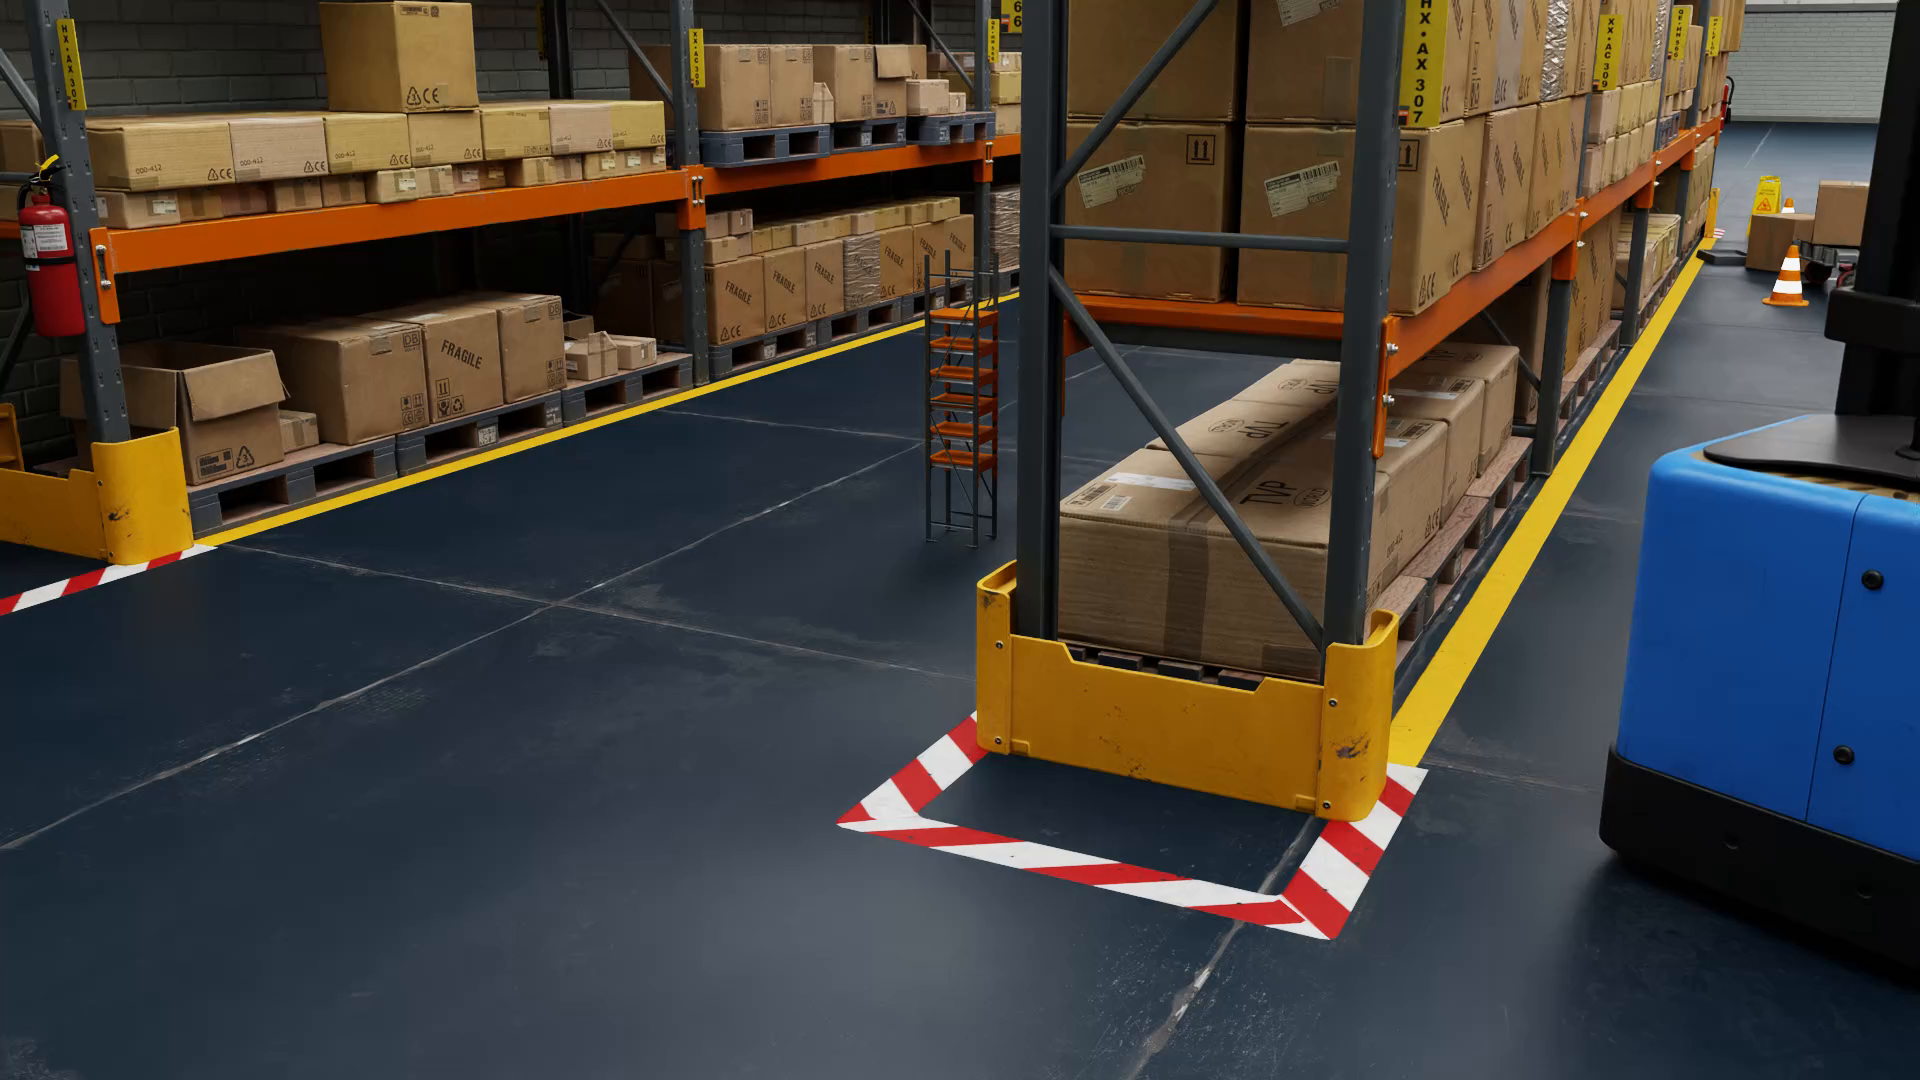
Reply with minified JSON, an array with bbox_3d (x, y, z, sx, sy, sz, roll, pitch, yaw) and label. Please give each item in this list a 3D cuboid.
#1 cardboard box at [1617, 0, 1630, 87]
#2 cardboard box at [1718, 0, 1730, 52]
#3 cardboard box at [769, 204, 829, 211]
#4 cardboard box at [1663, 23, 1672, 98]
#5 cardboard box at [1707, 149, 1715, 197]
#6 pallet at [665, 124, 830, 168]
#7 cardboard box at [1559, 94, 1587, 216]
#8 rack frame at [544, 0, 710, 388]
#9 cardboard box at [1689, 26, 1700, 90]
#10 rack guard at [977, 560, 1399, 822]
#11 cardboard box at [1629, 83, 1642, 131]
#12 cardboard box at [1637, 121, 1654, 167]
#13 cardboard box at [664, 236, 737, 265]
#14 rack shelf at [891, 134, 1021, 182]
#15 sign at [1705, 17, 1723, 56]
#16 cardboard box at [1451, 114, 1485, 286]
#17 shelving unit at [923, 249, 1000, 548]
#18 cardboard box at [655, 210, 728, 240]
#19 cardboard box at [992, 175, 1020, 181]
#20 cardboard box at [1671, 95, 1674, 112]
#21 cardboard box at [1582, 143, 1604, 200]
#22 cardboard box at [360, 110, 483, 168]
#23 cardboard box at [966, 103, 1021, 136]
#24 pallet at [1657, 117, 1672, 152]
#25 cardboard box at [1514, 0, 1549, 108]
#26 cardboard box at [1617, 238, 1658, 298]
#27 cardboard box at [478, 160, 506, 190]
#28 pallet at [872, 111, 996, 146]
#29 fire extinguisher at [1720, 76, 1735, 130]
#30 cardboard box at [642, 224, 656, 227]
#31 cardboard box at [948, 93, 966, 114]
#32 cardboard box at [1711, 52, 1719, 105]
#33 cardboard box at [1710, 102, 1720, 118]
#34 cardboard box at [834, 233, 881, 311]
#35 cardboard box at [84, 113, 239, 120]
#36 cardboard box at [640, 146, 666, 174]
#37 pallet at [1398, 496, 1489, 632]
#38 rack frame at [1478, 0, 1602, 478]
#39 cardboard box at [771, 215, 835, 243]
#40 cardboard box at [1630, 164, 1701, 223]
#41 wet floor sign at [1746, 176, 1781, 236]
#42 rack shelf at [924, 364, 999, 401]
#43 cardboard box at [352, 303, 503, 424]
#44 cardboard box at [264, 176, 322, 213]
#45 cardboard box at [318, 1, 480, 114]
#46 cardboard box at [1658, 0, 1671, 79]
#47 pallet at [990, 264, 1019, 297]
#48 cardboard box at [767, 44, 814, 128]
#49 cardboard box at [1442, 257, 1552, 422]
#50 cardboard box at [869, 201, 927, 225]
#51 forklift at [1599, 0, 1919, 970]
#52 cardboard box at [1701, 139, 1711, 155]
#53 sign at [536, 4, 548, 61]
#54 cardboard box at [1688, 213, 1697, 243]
[{"bbox_3d":[3.081,-2.551,8.415,0.500,0.500,0.500,8,18,25],"label":"cardboard box"},{"bbox_3d":[6.638,-4.735,15.244,0.700,0.500,0.500,8,18,26],"label":"cardboard box"},{"bbox_3d":[-1.202,-2.418,12.410,0.380,0.149,0.250,8,18,24],"label":"cardboard box"},{"bbox_3d":[4.621,-3.311,11.470,0.500,0.500,0.500,8,18,24],"label":"cardboard box"},{"bbox_3d":[7.662,-3.878,17.586,0.500,0.500,0.500,8,18,26],"label":"cardboard box"},{"bbox_3d":[-1.562,-2.544,10.658,1.003,0.211,1.213,8,18,25],"label":"pallet"},{"bbox_3d":[2.447,-1.713,7.347,0.500,0.500,0.500,8,18,26],"label":"cardboard box"},{"bbox_3d":[-2.017,-2.446,9.992,1.000,3.000,0.127,8,18,25],"label":"rack frame"},{"bbox_3d":[5.778,-3.972,13.693,0.500,0.500,0.500,8,18,26],"label":"cardboard box"},{"bbox_3d":[0.627,0.408,4.774,1.175,0.500,0.348,8,18,25],"label":"rack guard"},{"bbox_3d":[3.555,-2.450,9.391,0.500,0.250,0.500,7,18,24],"label":"cardboard box"},{"bbox_3d":[4.005,-2.469,10.331,0.500,0.250,0.500,8,19,26],"label":"cardboard box"},{"bbox_3d":[-1.619,-1.818,10.389,0.380,0.149,0.250,9,19,28],"label":"cardboard box"},{"bbox_3d":[0.664,-3.630,15.240,1.077,0.370,4.000,8,18,25],"label":"rack shelf"},{"bbox_3d":[6.498,-4.339,14.330,0.100,0.325,0.005,8,18,25],"label":"sign"},{"bbox_3d":[1.310,-1.063,5.159,0.500,0.500,0.500,8,18,25],"label":"cardboard box"},{"bbox_3d":[0.006,-0.579,6.866,0.258,1.200,0.189,8,18,25],"label":"shelving unit"},{"bbox_3d":[-1.673,-1.968,10.373,0.380,0.149,0.250,8,18,24],"label":"cardboard box"},{"bbox_3d":[0.647,-3.024,15.371,0.875,0.625,0.625,7,18,23],"label":"cardboard box"},{"bbox_3d":[5.290,-3.380,12.840,0.380,0.149,0.250,9,19,27],"label":"cardboard box"},{"bbox_3d":[2.858,-1.822,8.154,0.500,0.250,0.500,8,18,24],"label":"cardboard box"},{"bbox_3d":[-2.703,-1.970,8.130,0.500,0.250,0.500,8,18,24],"label":"cardboard box"},{"bbox_3d":[0.187,-3.475,13.719,0.500,0.250,0.500,8,18,26],"label":"cardboard box"},{"bbox_3d":[4.436,-2.938,11.983,1.213,0.211,1.003,8,18,25],"label":"pallet"},{"bbox_3d":[1.777,-1.802,5.891,0.500,0.500,0.500,8,18,26],"label":"cardboard box"},{"bbox_3d":[4.796,-2.108,12.730,0.950,0.372,0.625,8,18,24],"label":"cardboard box"},{"bbox_3d":[-2.571,-1.890,8.562,0.380,0.149,0.250,8,18,26],"label":"cardboard box"},{"bbox_3d":[-0.470,-3.191,12.838,1.213,0.211,1.003,8,18,25],"label":"pallet"},{"bbox_3d":[8.251,-4.806,18.072,0.296,0.674,0.183,8,18,25],"label":"fire extinguisher"},{"bbox_3d":[-1.897,-2.021,11.075,0.380,0.149,0.250,8,18,26],"label":"cardboard box"},{"bbox_3d":[-0.180,-3.330,12.670,0.380,0.149,0.250,8,19,26],"label":"cardboard box"},{"bbox_3d":[7.093,-4.509,16.238,0.500,0.500,0.500,8,18,26],"label":"cardboard box"},{"bbox_3d":[7.576,-4.419,17.074,0.380,0.149,0.250,8,19,26],"label":"cardboard box"},{"bbox_3d":[-0.906,-1.939,11.936,0.500,0.500,0.500,7,18,23],"label":"cardboard box"},{"bbox_3d":[-3.605,-1.780,7.490,0.500,0.250,0.500,8,18,26],"label":"cardboard box"},{"bbox_3d":[-1.934,-2.212,9.646,0.380,0.149,0.250,8,18,26],"label":"cardboard box"},{"bbox_3d":[1.471,0.017,6.597,1.003,0.211,1.213,8,18,25],"label":"pallet"},{"bbox_3d":[2.425,-1.816,7.869,1.000,3.000,0.127,8,18,25],"label":"rack frame"},{"bbox_3d":[-1.091,-2.158,11.536,0.380,0.149,0.250,9,19,27],"label":"cardboard box"},{"bbox_3d":[6.505,-3.212,15.345,0.500,0.500,0.500,9,19,28],"label":"cardboard box"},{"bbox_3d":[8.829,-3.656,18.200,0.232,0.644,0.267,-15,22,-41],"label":"wet floor sign"},{"bbox_3d":[0.006,-0.651,6.844,0.258,0.103,0.180,8,18,25],"label":"rack shelf"},{"bbox_3d":[-2.704,-0.909,8.469,0.500,0.500,0.500,8,19,26],"label":"cardboard box"},{"bbox_3d":[-3.086,-1.554,7.430,0.380,0.149,0.250,9,19,27],"label":"cardboard box"},{"bbox_3d":[-2.691,-2.321,7.994,0.500,0.500,0.500,9,19,27],"label":"cardboard box"},{"bbox_3d":[4.215,-3.197,10.587,0.500,0.500,0.500,8,18,24],"label":"cardboard box"},{"bbox_3d":[0.173,-2.333,14.509,1.003,0.211,1.213,8,18,25],"label":"pallet"},{"bbox_3d":[-1.369,-2.922,10.681,0.700,0.500,0.500,8,18,26],"label":"cardboard box"},{"bbox_3d":[2.631,-1.166,8.678,0.875,0.875,0.875,9,19,27],"label":"cardboard box"},{"bbox_3d":[-0.475,-2.486,12.640,0.380,0.149,0.250,7,18,24],"label":"cardboard box"},{"bbox_3d":[3.091,-0.732,4.341,3.031,2.935,1.130,-13,21,-37],"label":"forklift"},{"bbox_3d":[7.324,-3.956,16.711,0.380,0.149,0.250,9,19,28],"label":"cardboard box"},{"bbox_3d":[-2.515,-3.071,10.062,0.100,0.325,0.005,8,18,25],"label":"sign"},{"bbox_3d":[6.733,-2.990,15.914,0.500,0.250,0.500,9,19,28],"label":"cardboard box"}]
